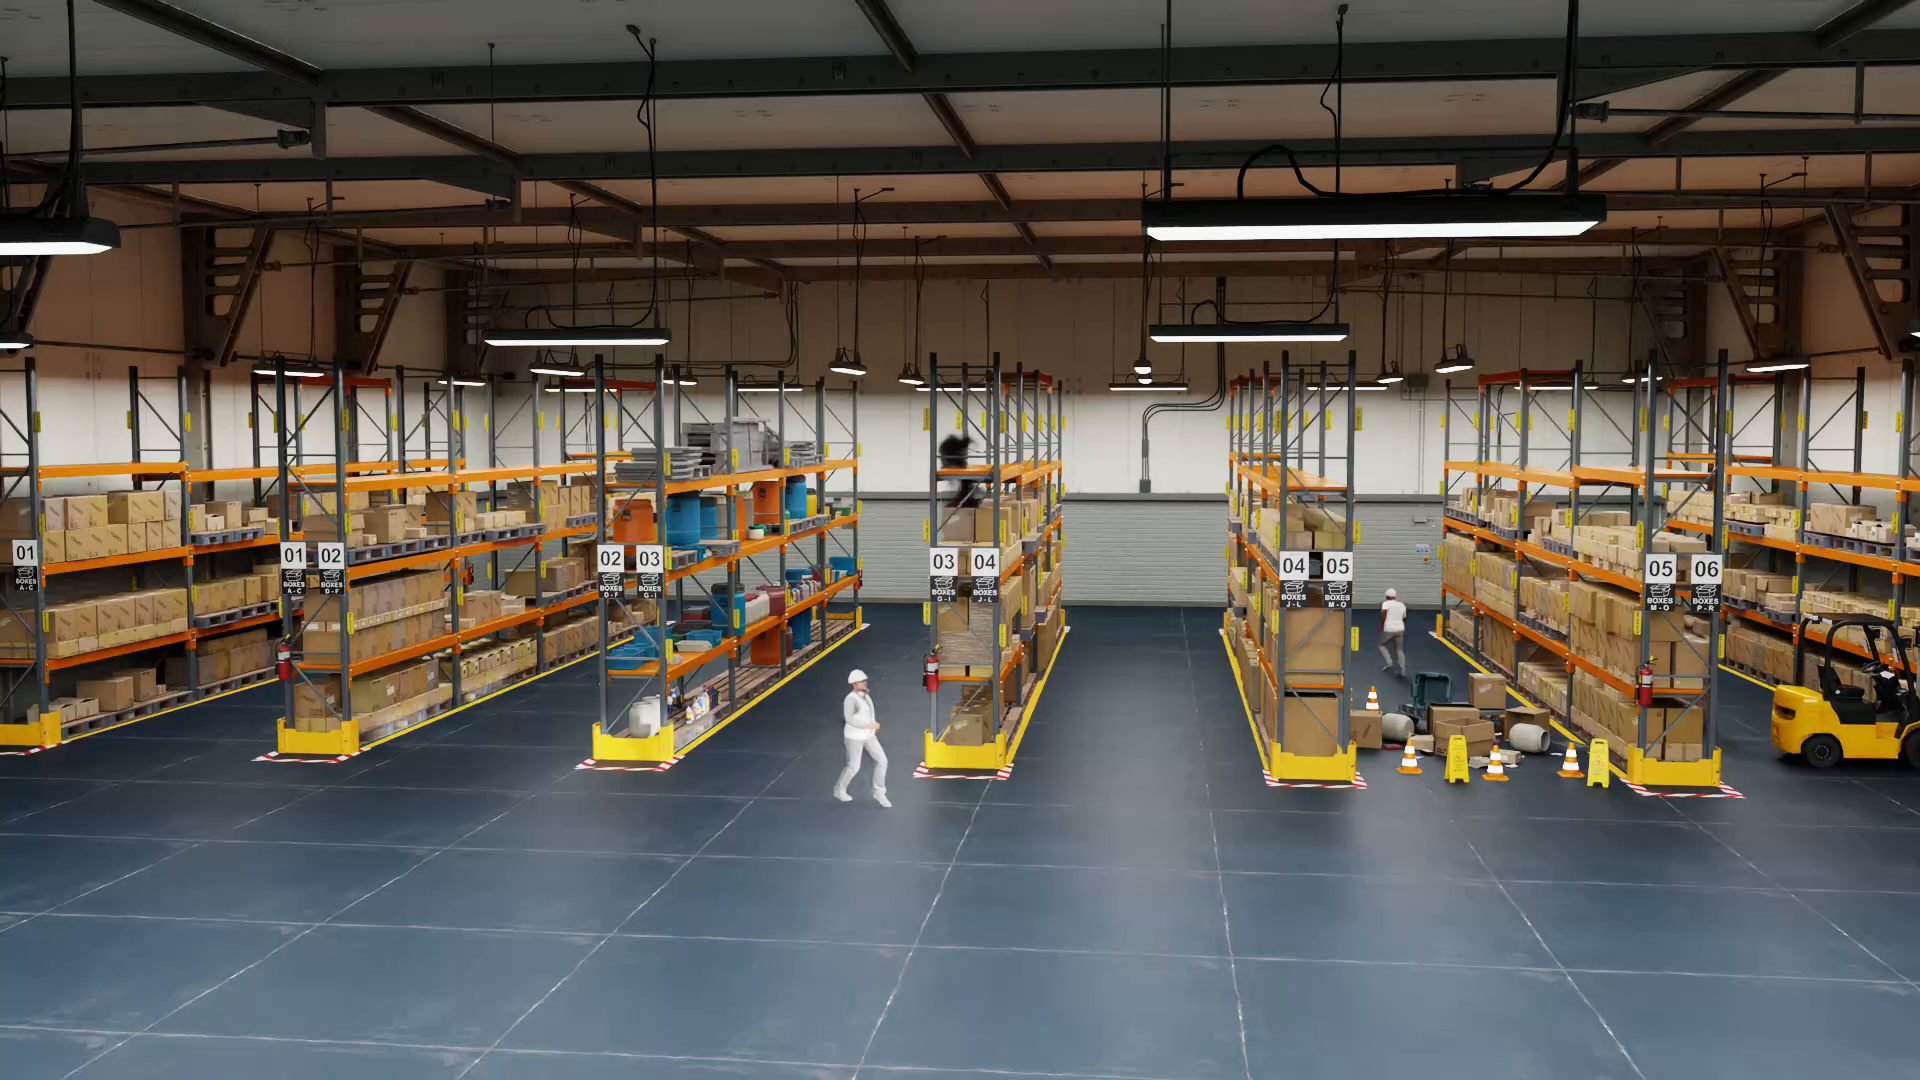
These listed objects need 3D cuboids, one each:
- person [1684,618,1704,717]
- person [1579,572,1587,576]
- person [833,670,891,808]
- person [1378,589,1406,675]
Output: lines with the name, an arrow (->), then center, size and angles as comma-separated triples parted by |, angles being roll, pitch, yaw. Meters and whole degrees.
person -> 12.245, 2.181, 27.911 | 0.652, 1.716, 0.965 | 0, 4, 2
person -> 14.081, 1.547, 37.295 | 0.573, 1.642, 0.939 | -2, 5, -30
person -> -1.309, 2.583, 21.625 | 0.798, 1.809, 0.637 | 3, 5, 32
person -> 8.609, 1.816, 33.145 | 0.711, 1.666, 0.931 | -1, 4, -12
